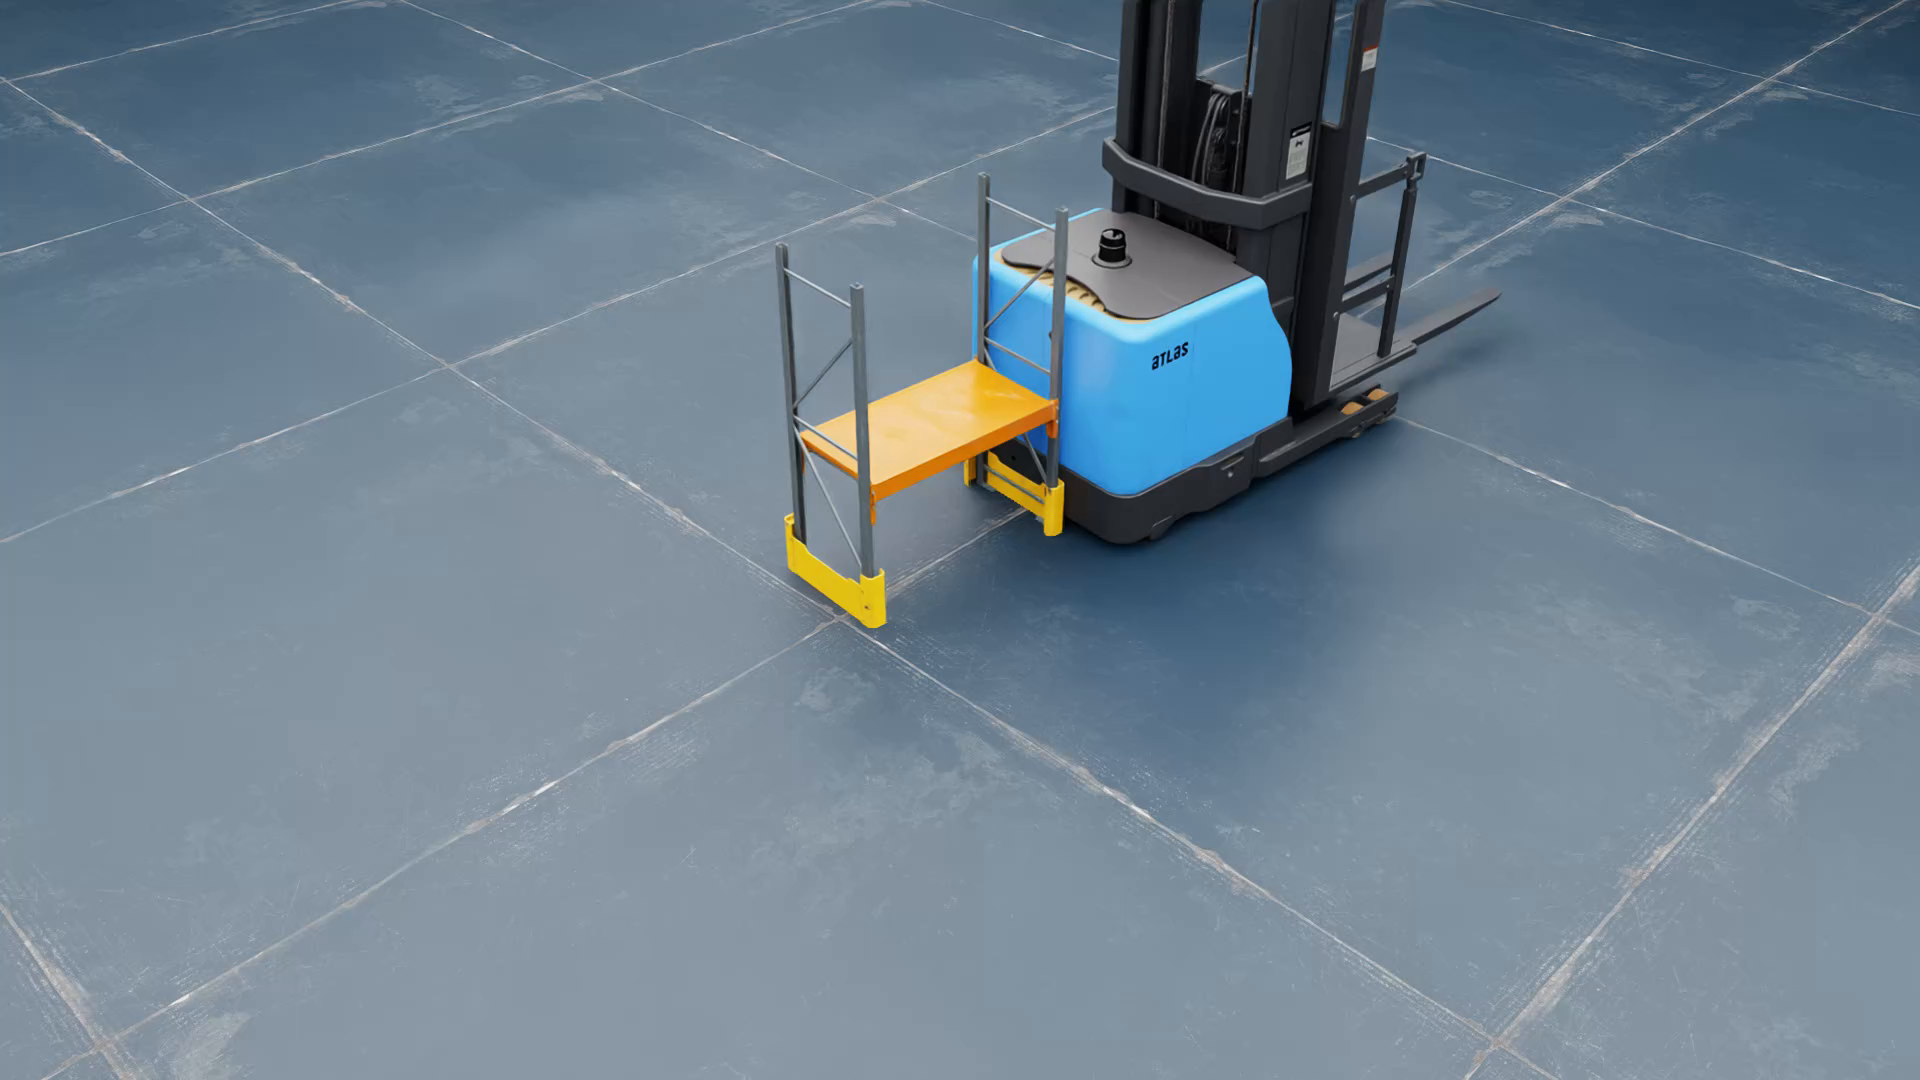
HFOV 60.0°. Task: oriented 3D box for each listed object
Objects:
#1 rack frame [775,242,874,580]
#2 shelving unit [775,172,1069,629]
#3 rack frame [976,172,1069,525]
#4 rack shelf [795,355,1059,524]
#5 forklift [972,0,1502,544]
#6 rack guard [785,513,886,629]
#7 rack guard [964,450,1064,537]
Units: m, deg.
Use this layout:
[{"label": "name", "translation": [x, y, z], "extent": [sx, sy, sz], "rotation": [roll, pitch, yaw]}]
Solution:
[{"label": "rack frame", "translation": [-0.518, -0.390, 6.499], "extent": [0.032, 1.500, 0.500], "rotation": [-26, 43, -33]}, {"label": "shelving unit", "translation": [-0.141, -0.578, 6.767], "extent": [1.083, 1.500, 0.587], "rotation": [-26, 43, -33]}, {"label": "rack frame", "translation": [0.249, -0.772, 7.046], "extent": [0.032, 1.500, 0.500], "rotation": [-26, 43, -33]}, {"label": "rack shelf", "translation": [-0.134, -0.434, 6.875], "extent": [1.000, 0.185, 0.538], "rotation": [-26, 43, -33]}, {"label": "forklift", "translation": [1.482, -1.895, 7.405], "extent": [3.031, 2.935, 1.130], "rotation": [-26, 43, -33]}, {"label": "rack guard", "translation": [-0.517, 0.122, 6.857], "extent": [0.087, 0.250, 0.587], "rotation": [-26, 43, -33]}, {"label": "rack guard", "translation": [0.234, -0.252, 7.393], "extent": [0.087, 0.250, 0.587], "rotation": [-26, 43, -33]}]
